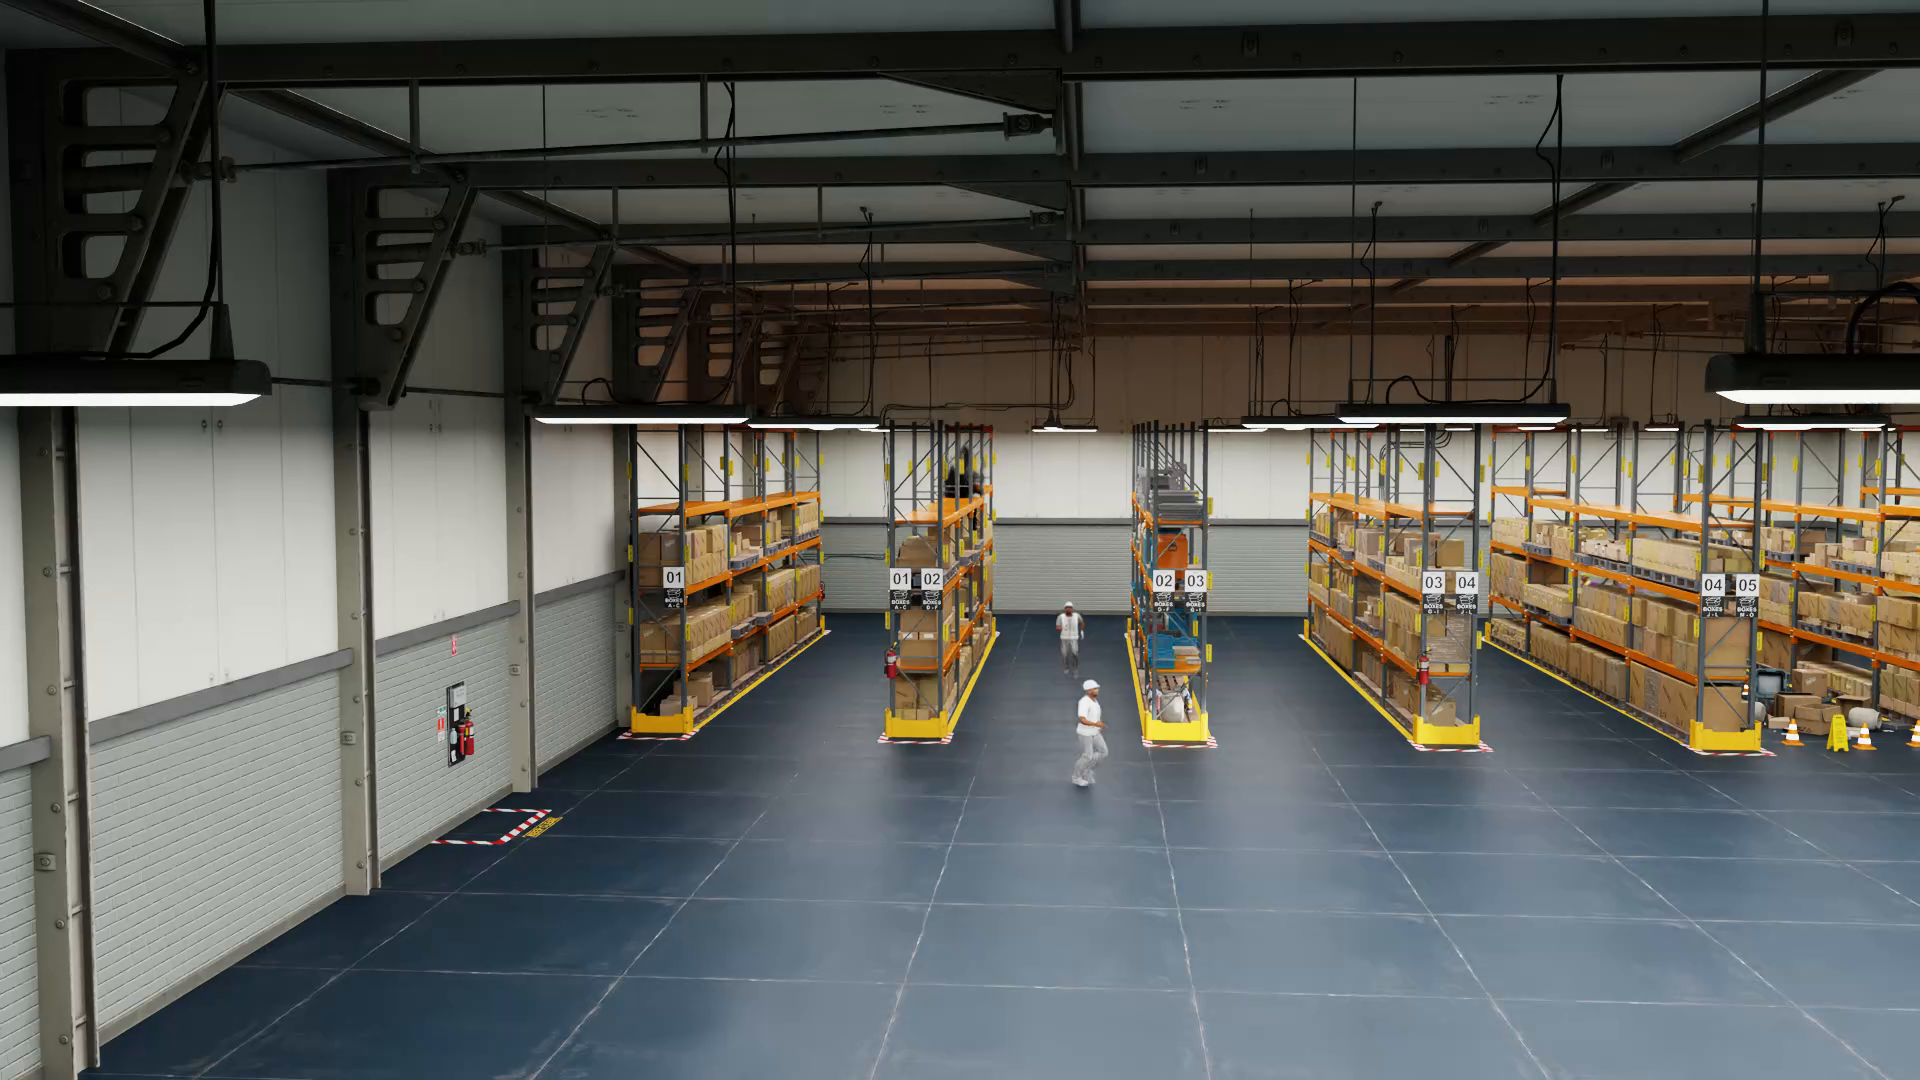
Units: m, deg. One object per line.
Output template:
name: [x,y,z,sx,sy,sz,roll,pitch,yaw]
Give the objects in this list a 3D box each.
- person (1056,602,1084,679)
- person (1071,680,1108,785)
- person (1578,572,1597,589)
person: [2.581,2.366,39.079,0.667,1.824,0.739,0,4,4]
person: [2.123,3.140,26.992,0.670,1.751,0.654,2,4,27]
person: [17.943,1.788,47.836,0.891,1.788,0.688,-1,4,-15]
